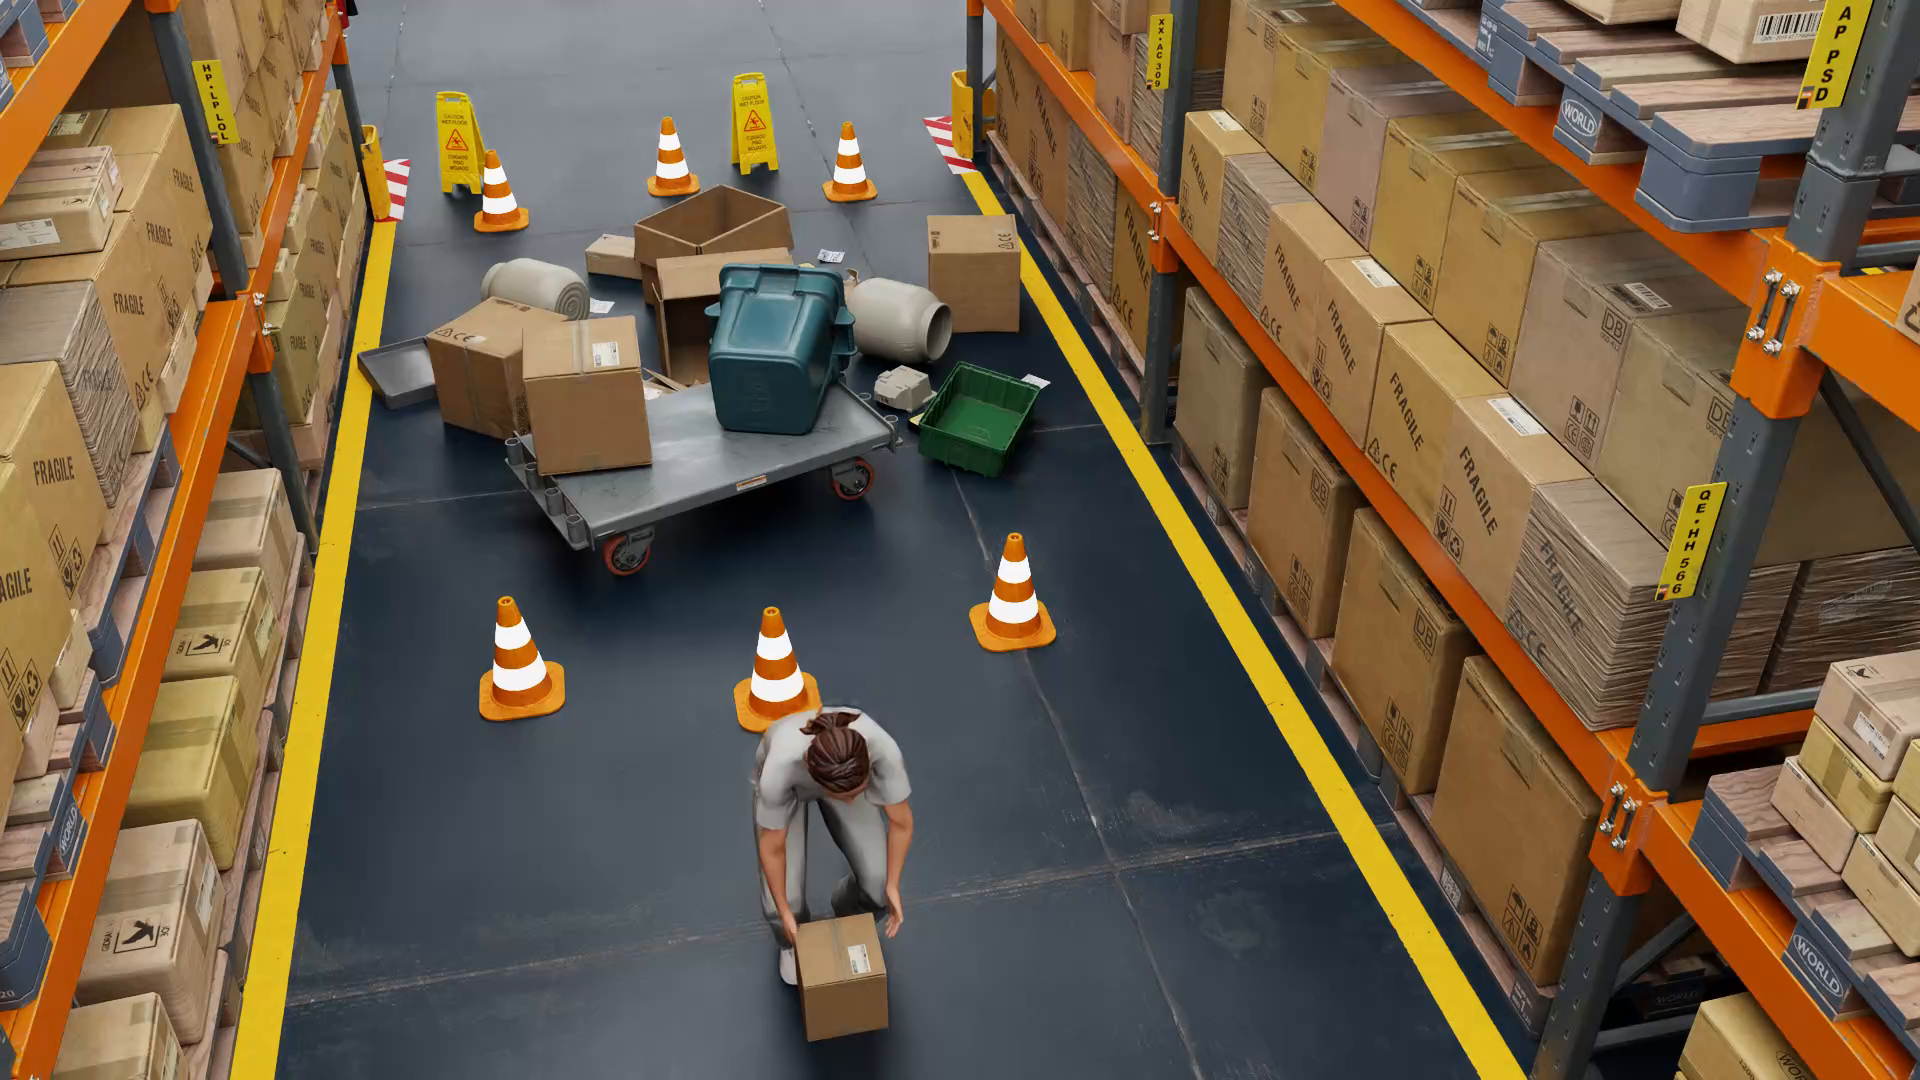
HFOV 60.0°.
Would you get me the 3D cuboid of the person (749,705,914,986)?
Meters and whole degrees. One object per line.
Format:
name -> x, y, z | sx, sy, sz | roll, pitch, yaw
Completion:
person -> -0.410, 0.903, 5.258 | 0.491, 1.194, 0.725 | -7, 35, -10
